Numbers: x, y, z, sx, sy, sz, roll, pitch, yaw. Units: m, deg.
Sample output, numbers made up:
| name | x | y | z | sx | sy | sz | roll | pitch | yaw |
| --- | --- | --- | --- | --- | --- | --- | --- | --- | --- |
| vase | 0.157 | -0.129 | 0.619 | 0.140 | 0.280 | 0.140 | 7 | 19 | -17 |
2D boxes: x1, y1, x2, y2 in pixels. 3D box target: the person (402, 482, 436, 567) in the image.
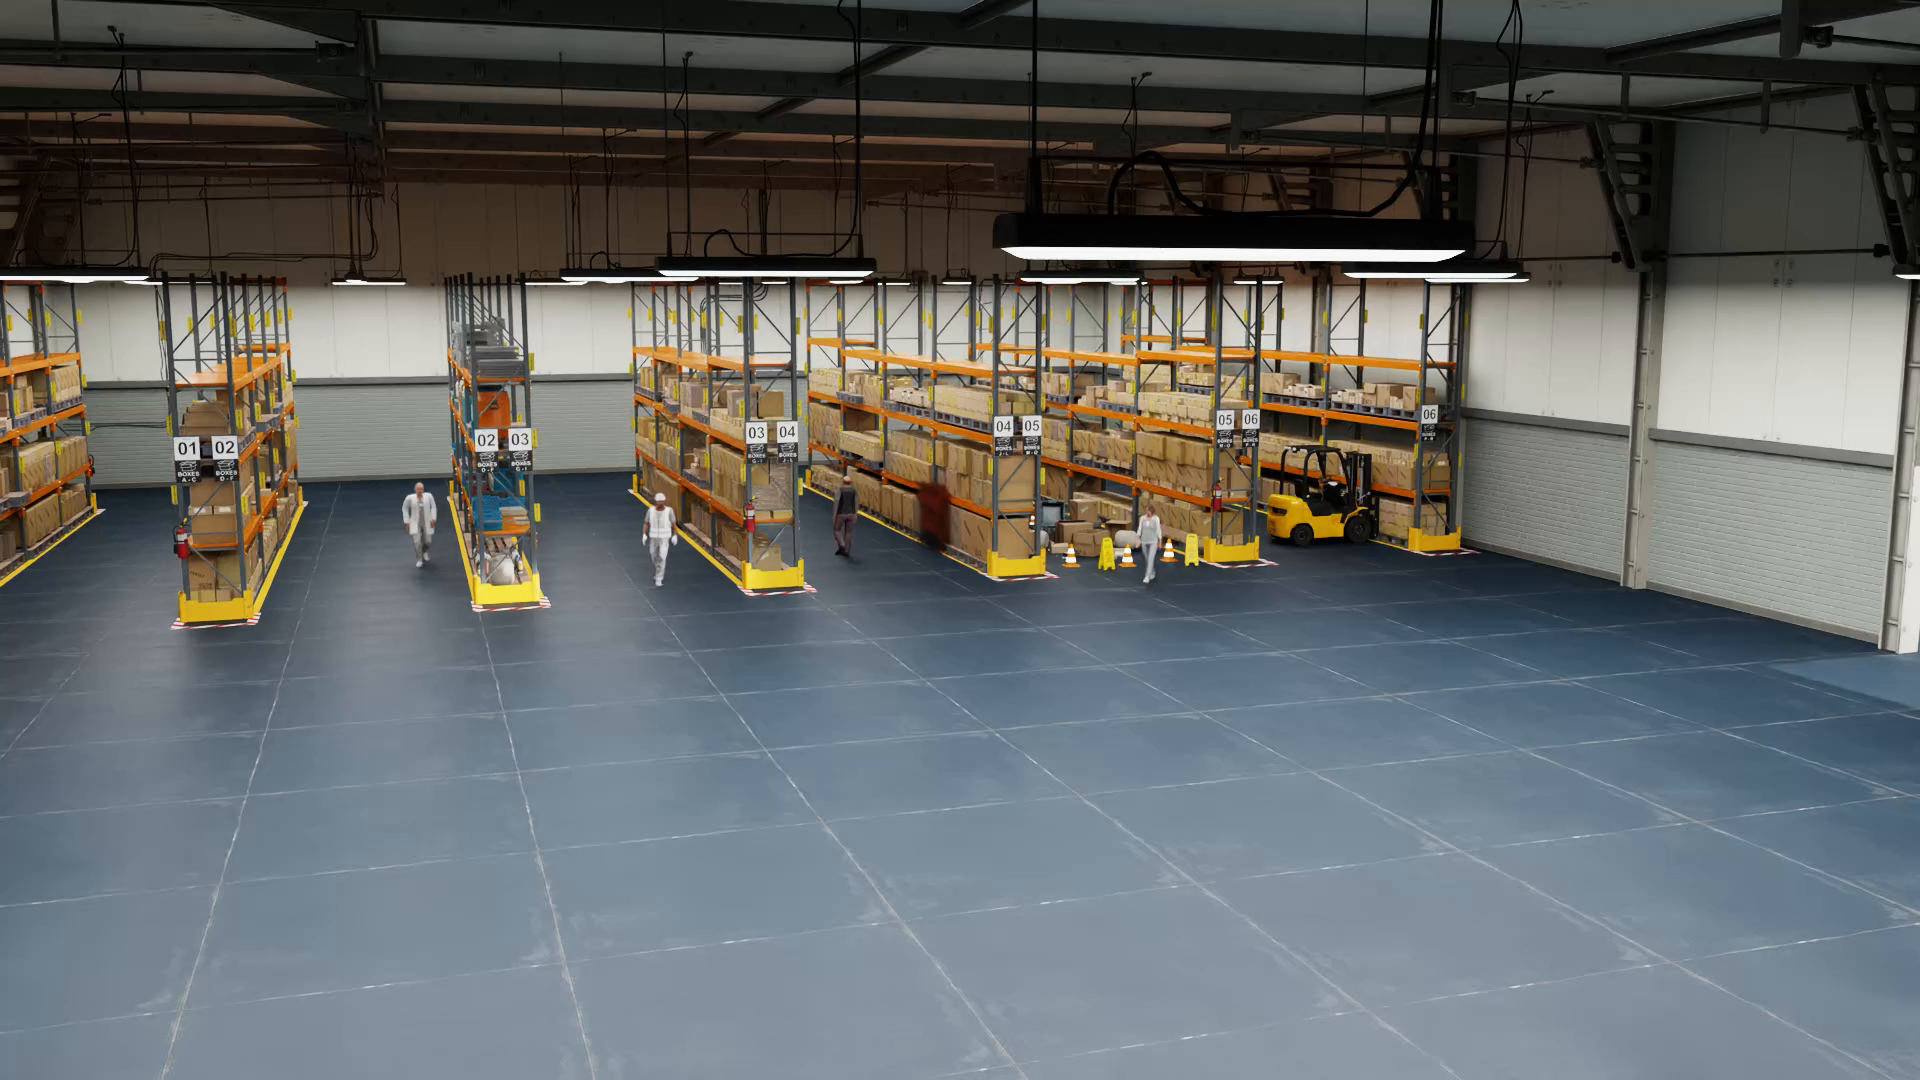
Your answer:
| name | x | y | z | sx | sy | sz | roll | pitch | yaw |
| --- | --- | --- | --- | --- | --- | --- | --- | --- | --- |
| person | -11.255 | -0.344 | 34.631 | 0.672 | 1.757 | 0.708 | -4 | 9 | -24 |

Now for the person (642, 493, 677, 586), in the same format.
| name | x | y | z | sx | sy | sz | roll | pitch | yaw |
| --- | --- | --- | --- | --- | --- | --- | --- | --- | --- |
| person | -5.872 | -0.025 | 32.527 | 0.623 | 1.808 | 0.723 | 1 | 9 | 4 |

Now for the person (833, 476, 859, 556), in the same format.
| name | x | y | z | sx | sy | sz | roll | pitch | yaw |
| --- | --- | --- | --- | --- | --- | --- | --- | --- | --- |
| person | -2.449 | -0.513 | 35.736 | 0.565 | 1.714 | 0.460 | -3 | 9 | -17 |

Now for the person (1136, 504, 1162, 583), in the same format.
| name | x | y | z | sx | sy | sz | roll | pitch | yaw |
| --- | --- | --- | --- | --- | --- | --- | --- | --- | --- |
| person | 3.666 | 0.059 | 32.469 | 0.442 | 1.539 | 0.979 | 5 | 10 | 30 |

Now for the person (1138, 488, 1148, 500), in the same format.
| name | x | y | z | sx | sy | sz | roll | pitch | yaw |
| --- | --- | --- | --- | --- | --- | --- | --- | --- | --- |
| person | 5.007 | -1.948 | 45.139 | 0.398 | 1.774 | 0.612 | 7 | 11 | 41 |
